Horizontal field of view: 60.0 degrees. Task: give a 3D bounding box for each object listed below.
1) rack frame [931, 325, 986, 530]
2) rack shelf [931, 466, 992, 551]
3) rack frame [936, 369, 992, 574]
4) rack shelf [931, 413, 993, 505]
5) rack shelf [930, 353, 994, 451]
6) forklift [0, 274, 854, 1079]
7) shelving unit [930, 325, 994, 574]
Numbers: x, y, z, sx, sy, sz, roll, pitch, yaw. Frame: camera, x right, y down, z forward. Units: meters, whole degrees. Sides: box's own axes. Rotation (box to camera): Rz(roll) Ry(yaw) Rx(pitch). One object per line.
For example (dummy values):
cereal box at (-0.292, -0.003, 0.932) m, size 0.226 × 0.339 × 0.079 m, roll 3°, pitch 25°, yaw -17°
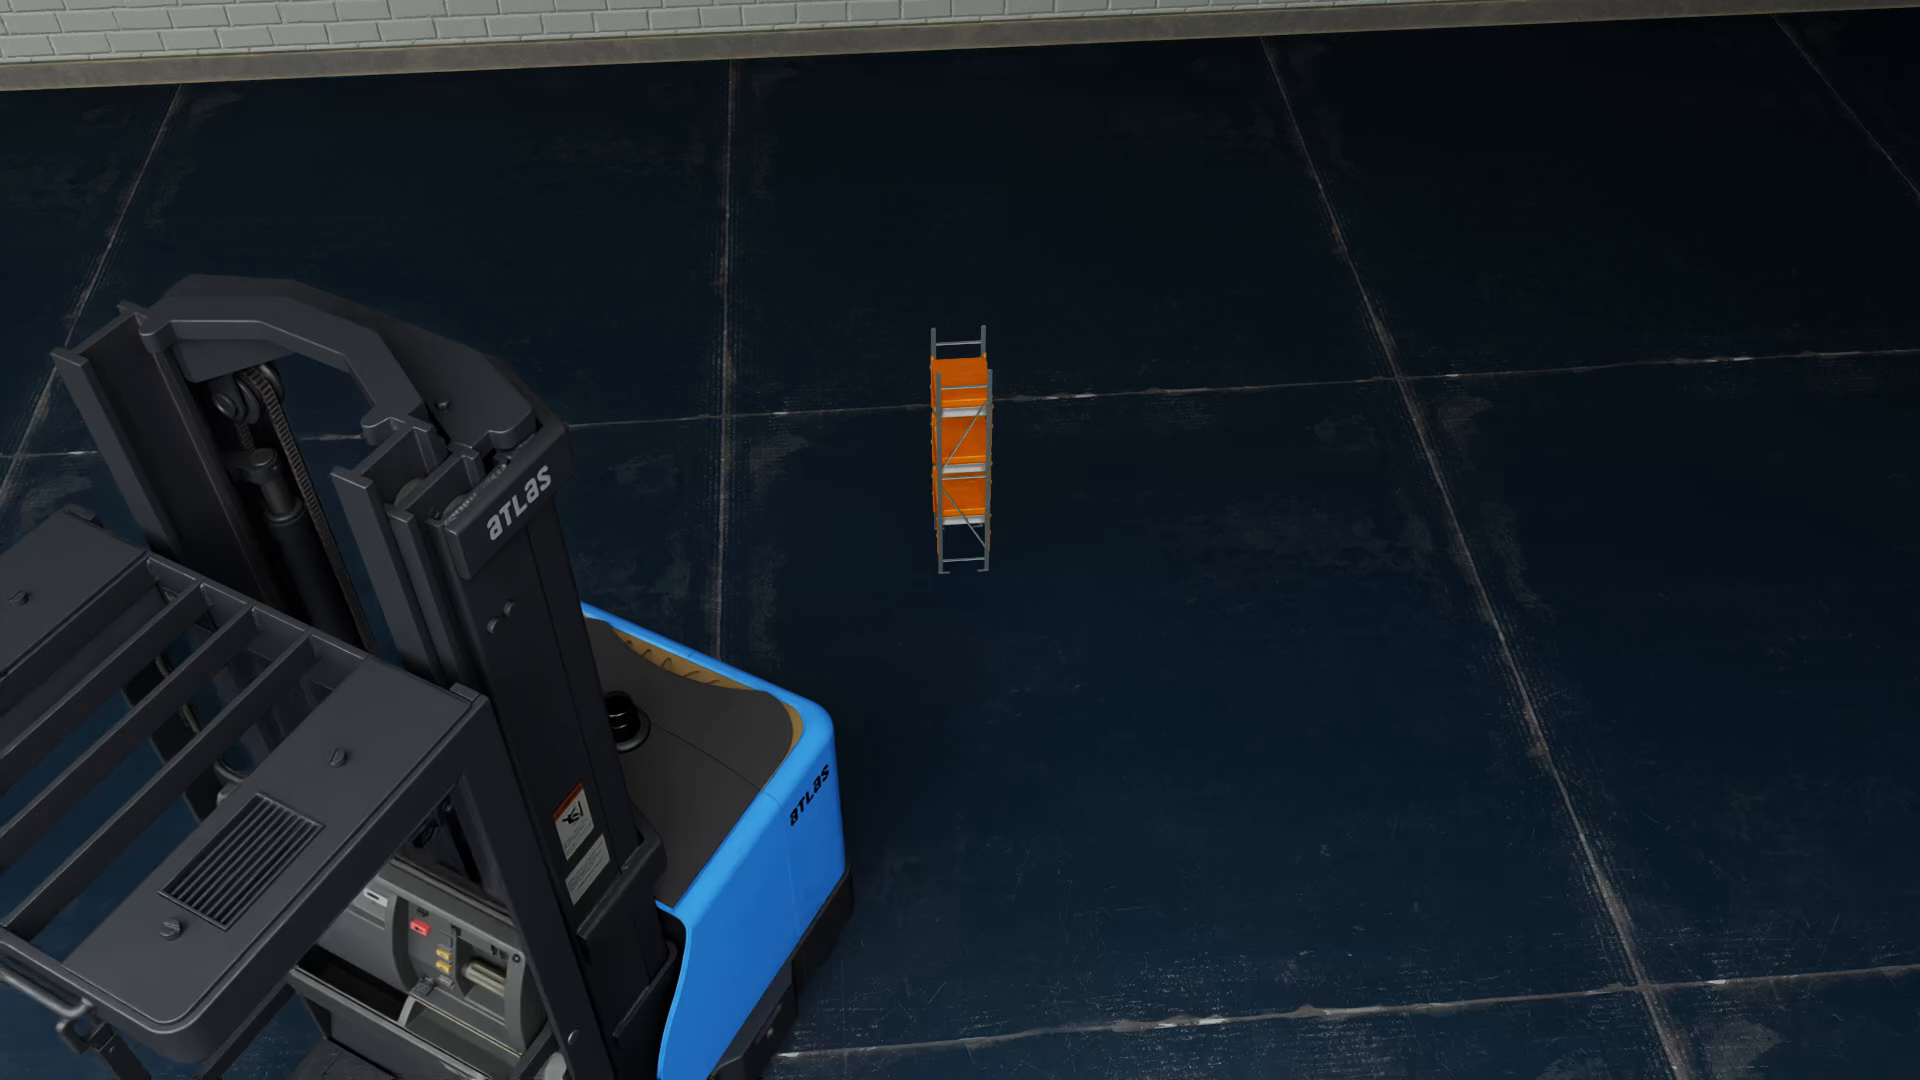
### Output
rack frame at (-0.006, -0.411, 6.416) m, size 0.200 × 1.050 × 0.008 m, roll -3°, pitch 47°, yaw -3°
rack shelf at (0.004, -0.124, 6.542) m, size 0.215 × 0.259 × 0.240 m, roll -3°, pitch 47°, yaw -3°
rack frame at (0.015, -0.234, 6.249) m, size 0.200 × 1.050 × 0.008 m, roll -3°, pitch 47°, yaw -3°
rack shelf at (0.004, -0.315, 6.340) m, size 0.215 × 0.259 × 0.240 m, roll -3°, pitch 47°, yaw -3°
rack shelf at (0.004, -0.510, 6.134) m, size 0.215 × 0.259 × 0.240 m, roll -3°, pitch 47°, yaw -3°
forklift at (-1.486, 1.007, 3.778) m, size 1.130 × 2.935 × 3.031 m, roll 21°, pitch 50°, yaw 19°
shelving unit at (0.004, -0.322, 6.332) m, size 0.215 × 1.050 × 0.252 m, roll -3°, pitch 47°, yaw -3°
